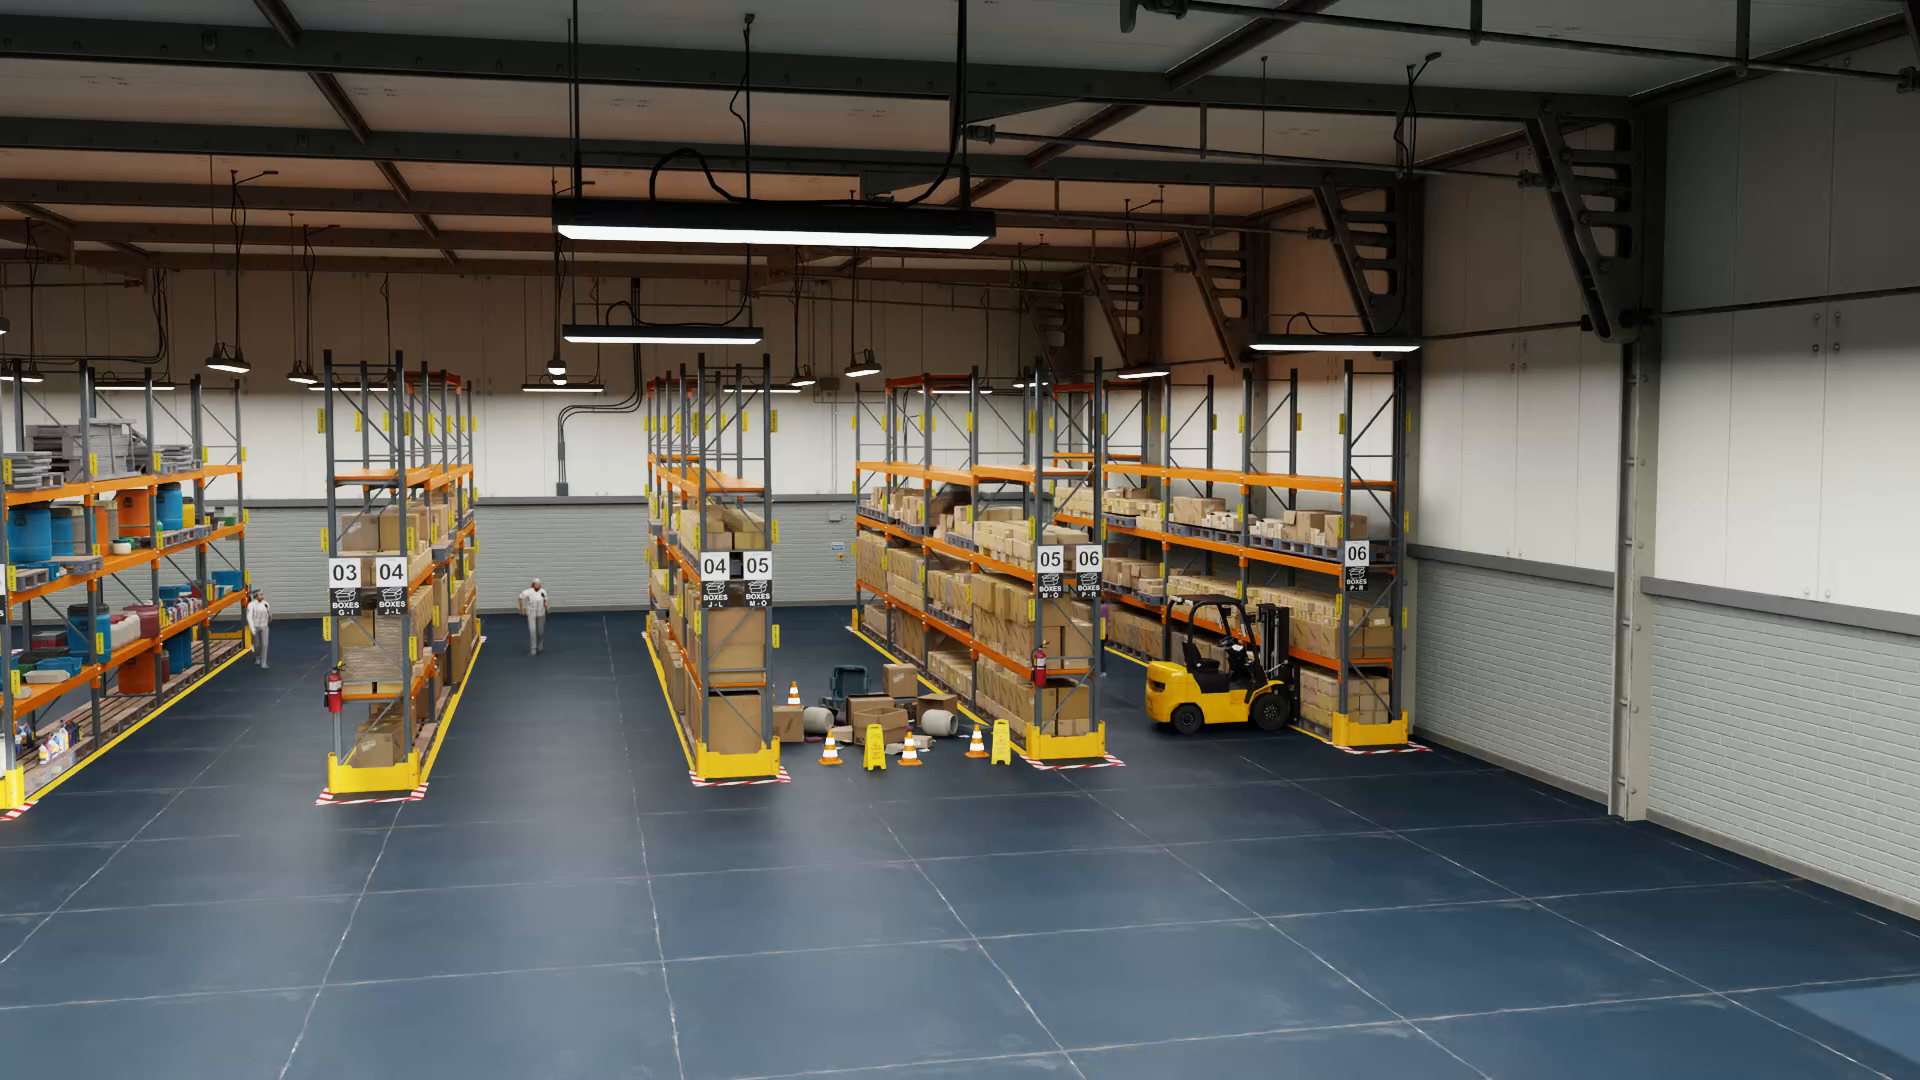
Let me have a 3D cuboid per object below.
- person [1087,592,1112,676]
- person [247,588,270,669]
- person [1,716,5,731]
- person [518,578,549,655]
[{"bbox_3d":[2.572,1.746,31.138,0.522,1.566,0.845,-1,4,-17],"label":"person"},{"bbox_3d":[-14.409,1.796,34.177,0.434,1.641,0.950,-1,4,-20],"label":"person"},{"bbox_3d":[-15.237,2.380,26.372,0.386,1.604,0.507,2,4,22],"label":"person"},{"bbox_3d":[-9.260,1.644,36.150,0.654,1.613,1.007,-1,4,-14],"label":"person"}]
